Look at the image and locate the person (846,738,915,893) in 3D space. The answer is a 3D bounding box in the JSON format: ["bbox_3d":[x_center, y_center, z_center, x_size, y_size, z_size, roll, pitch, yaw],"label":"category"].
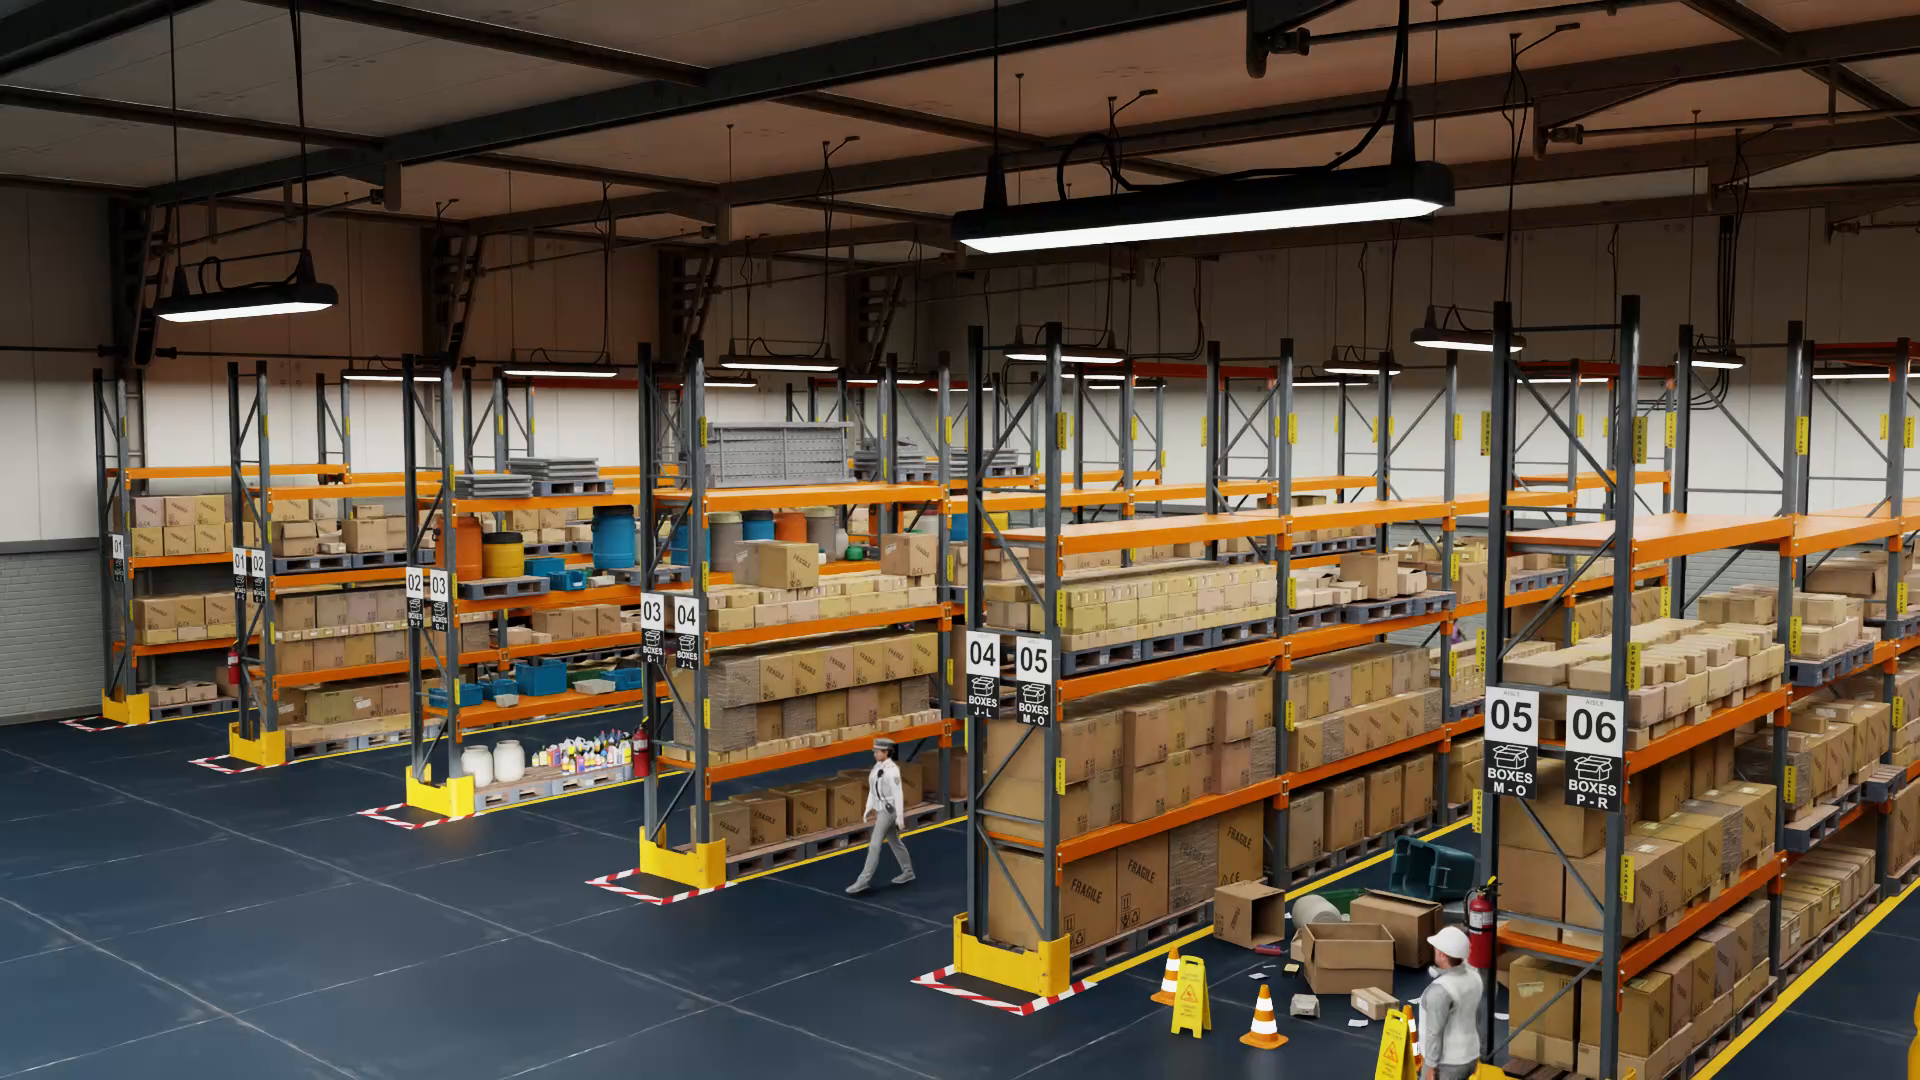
[{"bbox_3d":[-0.894,2.985,18.224,0.888,1.629,0.532,-2,5,-22],"label":"person"}]

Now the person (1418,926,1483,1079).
[{"bbox_3d":[3.302,3.455,11.081,0.664,1.762,0.541,4,5,40],"label":"person"}]

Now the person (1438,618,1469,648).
[{"bbox_3d":[9.217,2.120,31.044,0.576,1.541,0.487,3,5,34],"label":"person"}]
